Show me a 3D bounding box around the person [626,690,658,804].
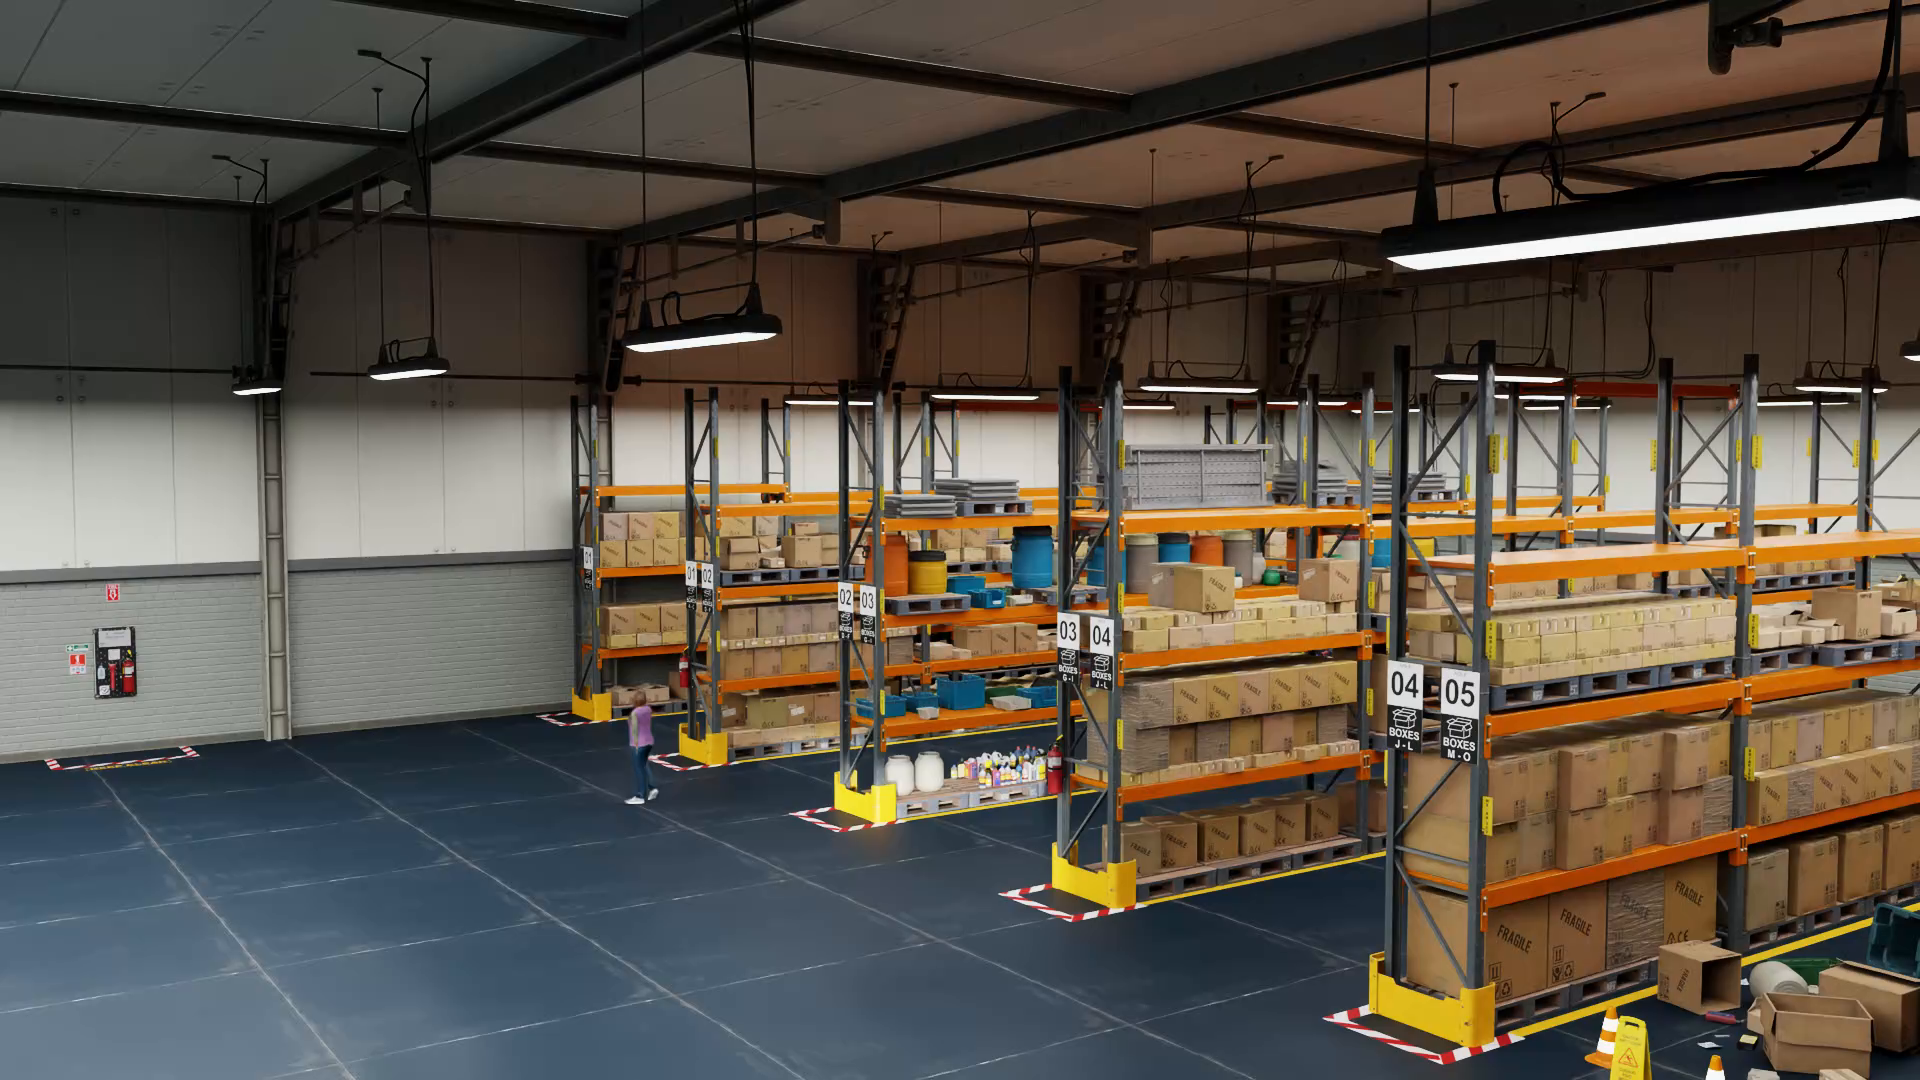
[{"bbox_3d":[-4.519,2.934,23.630,0.349,1.609,0.460,1,4,24],"label":"person"}]
